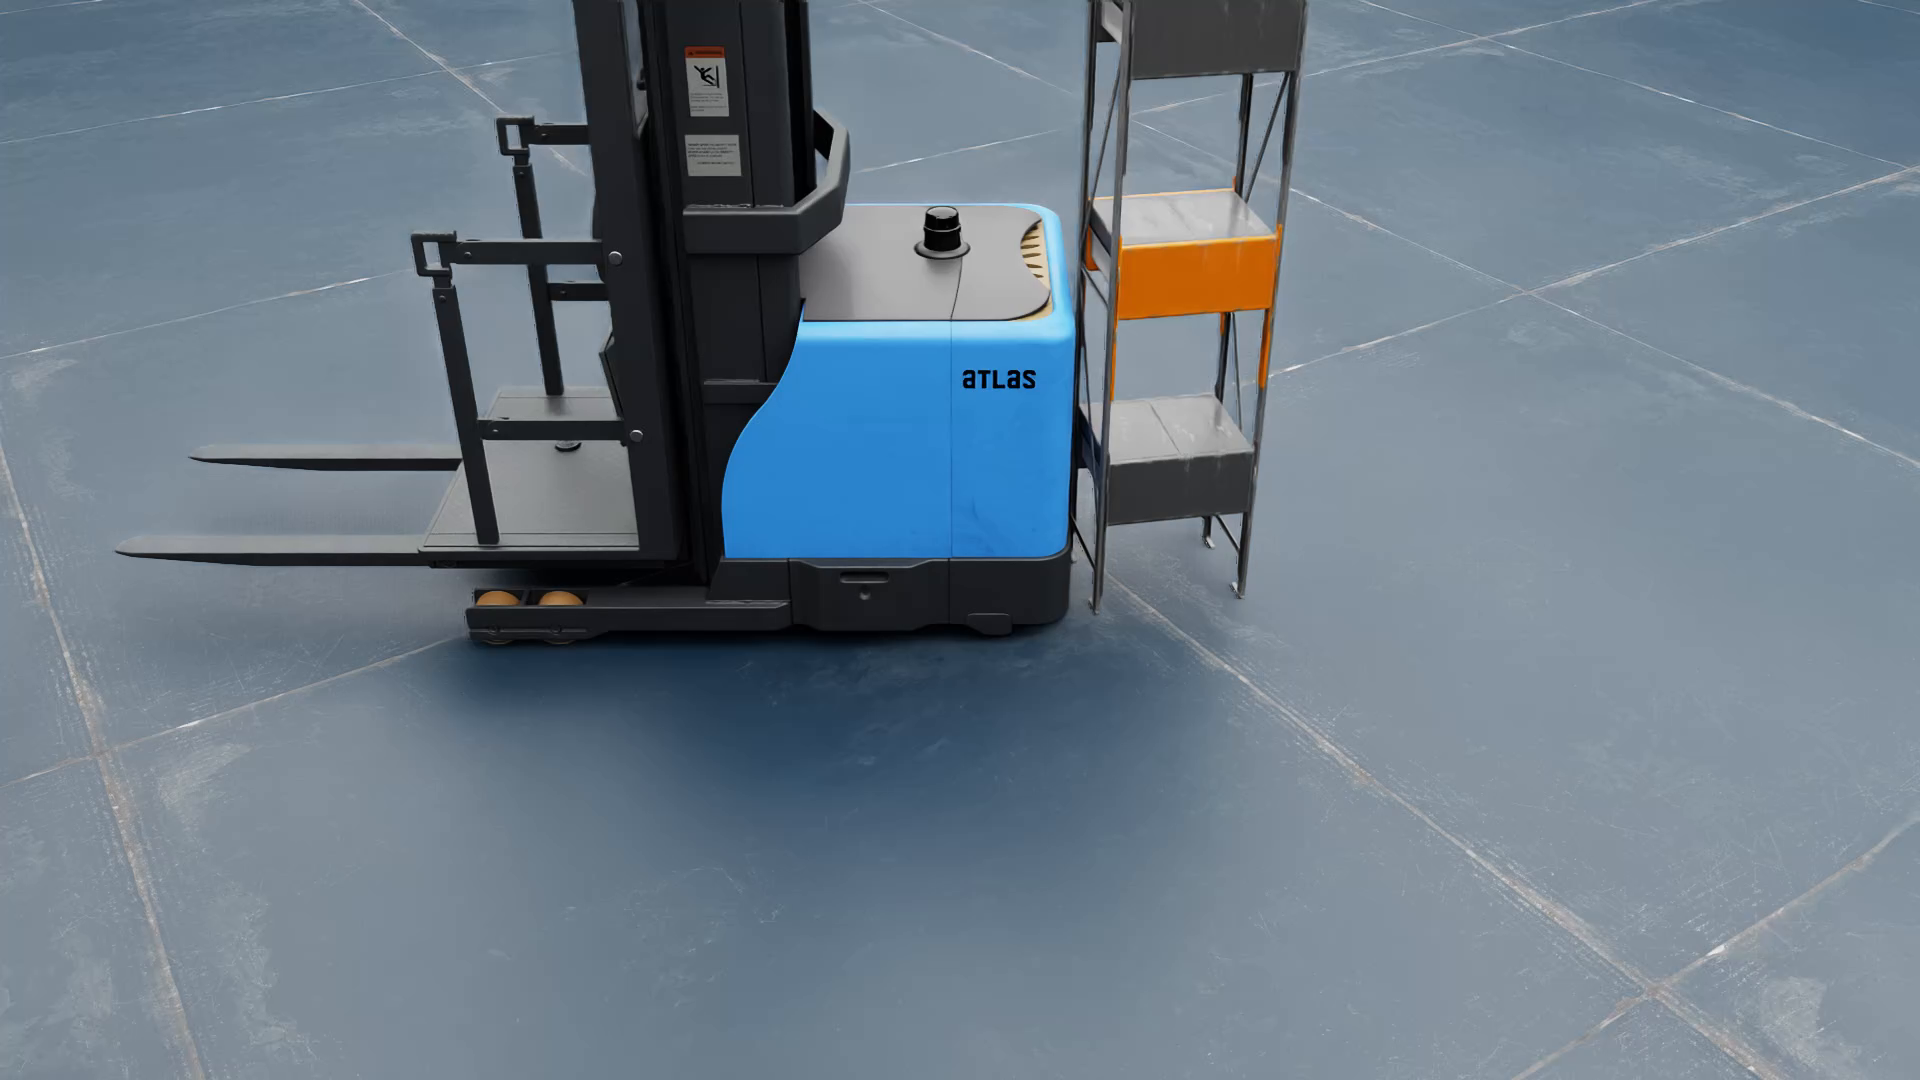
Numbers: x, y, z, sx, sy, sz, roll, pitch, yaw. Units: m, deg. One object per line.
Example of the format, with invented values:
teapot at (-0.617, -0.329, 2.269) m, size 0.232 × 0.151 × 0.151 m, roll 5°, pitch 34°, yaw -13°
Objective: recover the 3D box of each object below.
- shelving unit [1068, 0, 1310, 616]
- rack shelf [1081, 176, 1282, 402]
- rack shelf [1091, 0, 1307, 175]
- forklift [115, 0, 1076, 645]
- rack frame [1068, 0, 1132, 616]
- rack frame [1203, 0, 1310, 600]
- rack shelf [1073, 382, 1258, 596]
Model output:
shelving unit at (0.646, -0.773, 5.007) m, size 0.503 × 2.100 × 0.431 m, roll -6°, pitch 33°, yaw -9°
rack shelf at (0.646, -0.761, 5.015) m, size 0.480 × 0.518 × 0.431 m, roll -6°, pitch 33°, yaw -9°
rack shelf at (0.646, -1.354, 4.641) m, size 0.480 × 0.518 × 0.431 m, roll -6°, pitch 33°, yaw -9°
forklift at (-1.171, -1.194, 4.896) m, size 3.031 × 2.935 × 1.130 m, roll 0°, pitch 32°, yaw 0°
rack frame at (0.406, -0.749, 4.970) m, size 0.015 × 2.100 × 0.400 m, roll -6°, pitch 33°, yaw -9°
rack frame at (0.886, -0.797, 5.045) m, size 0.015 × 2.100 × 0.400 m, roll -6°, pitch 33°, yaw -9°
rack shelf at (0.646, -0.169, 5.388) m, size 0.480 × 0.518 × 0.431 m, roll -6°, pitch 33°, yaw -9°
